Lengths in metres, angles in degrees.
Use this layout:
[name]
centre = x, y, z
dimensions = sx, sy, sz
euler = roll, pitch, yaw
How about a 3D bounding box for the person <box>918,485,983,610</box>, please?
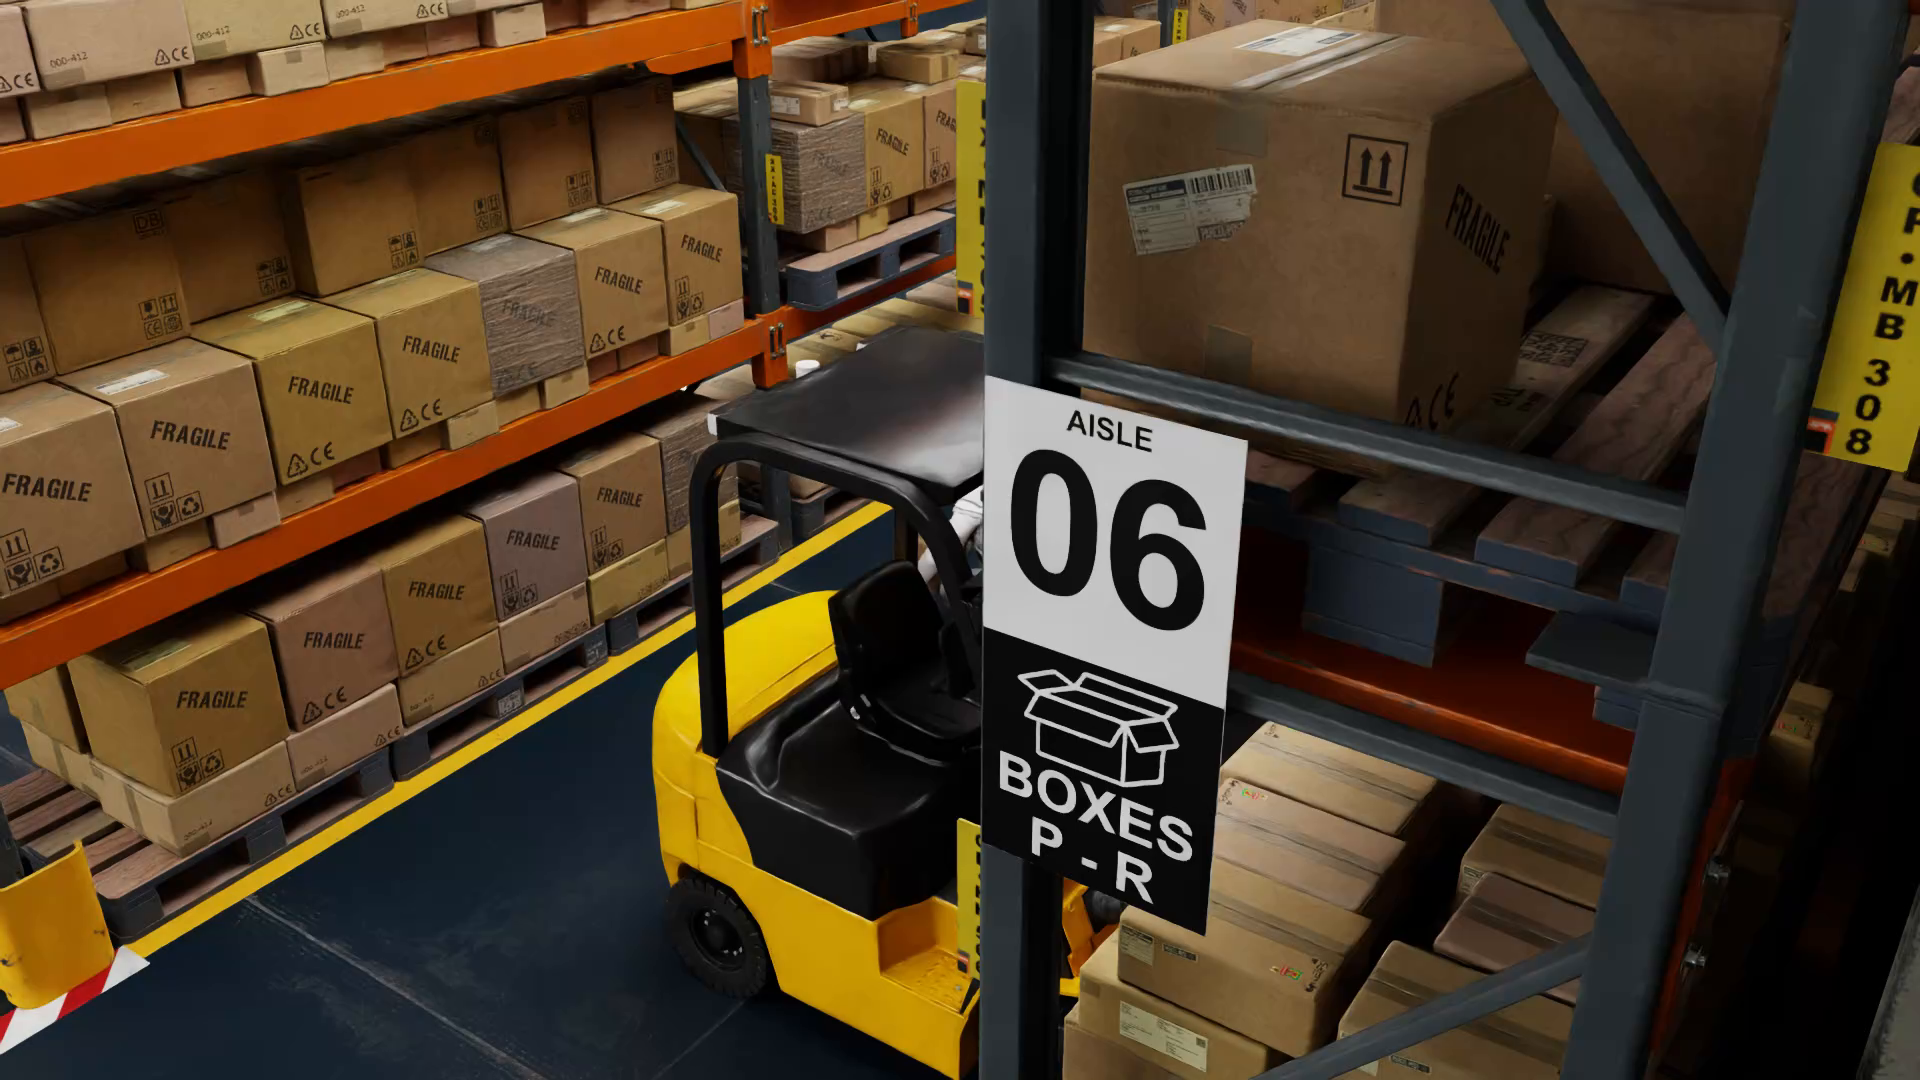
[person]
centre = 0.135, 0.030, 7.747
dimensions = 0.830, 0.961, 0.495
euler = 17, 32, 30
